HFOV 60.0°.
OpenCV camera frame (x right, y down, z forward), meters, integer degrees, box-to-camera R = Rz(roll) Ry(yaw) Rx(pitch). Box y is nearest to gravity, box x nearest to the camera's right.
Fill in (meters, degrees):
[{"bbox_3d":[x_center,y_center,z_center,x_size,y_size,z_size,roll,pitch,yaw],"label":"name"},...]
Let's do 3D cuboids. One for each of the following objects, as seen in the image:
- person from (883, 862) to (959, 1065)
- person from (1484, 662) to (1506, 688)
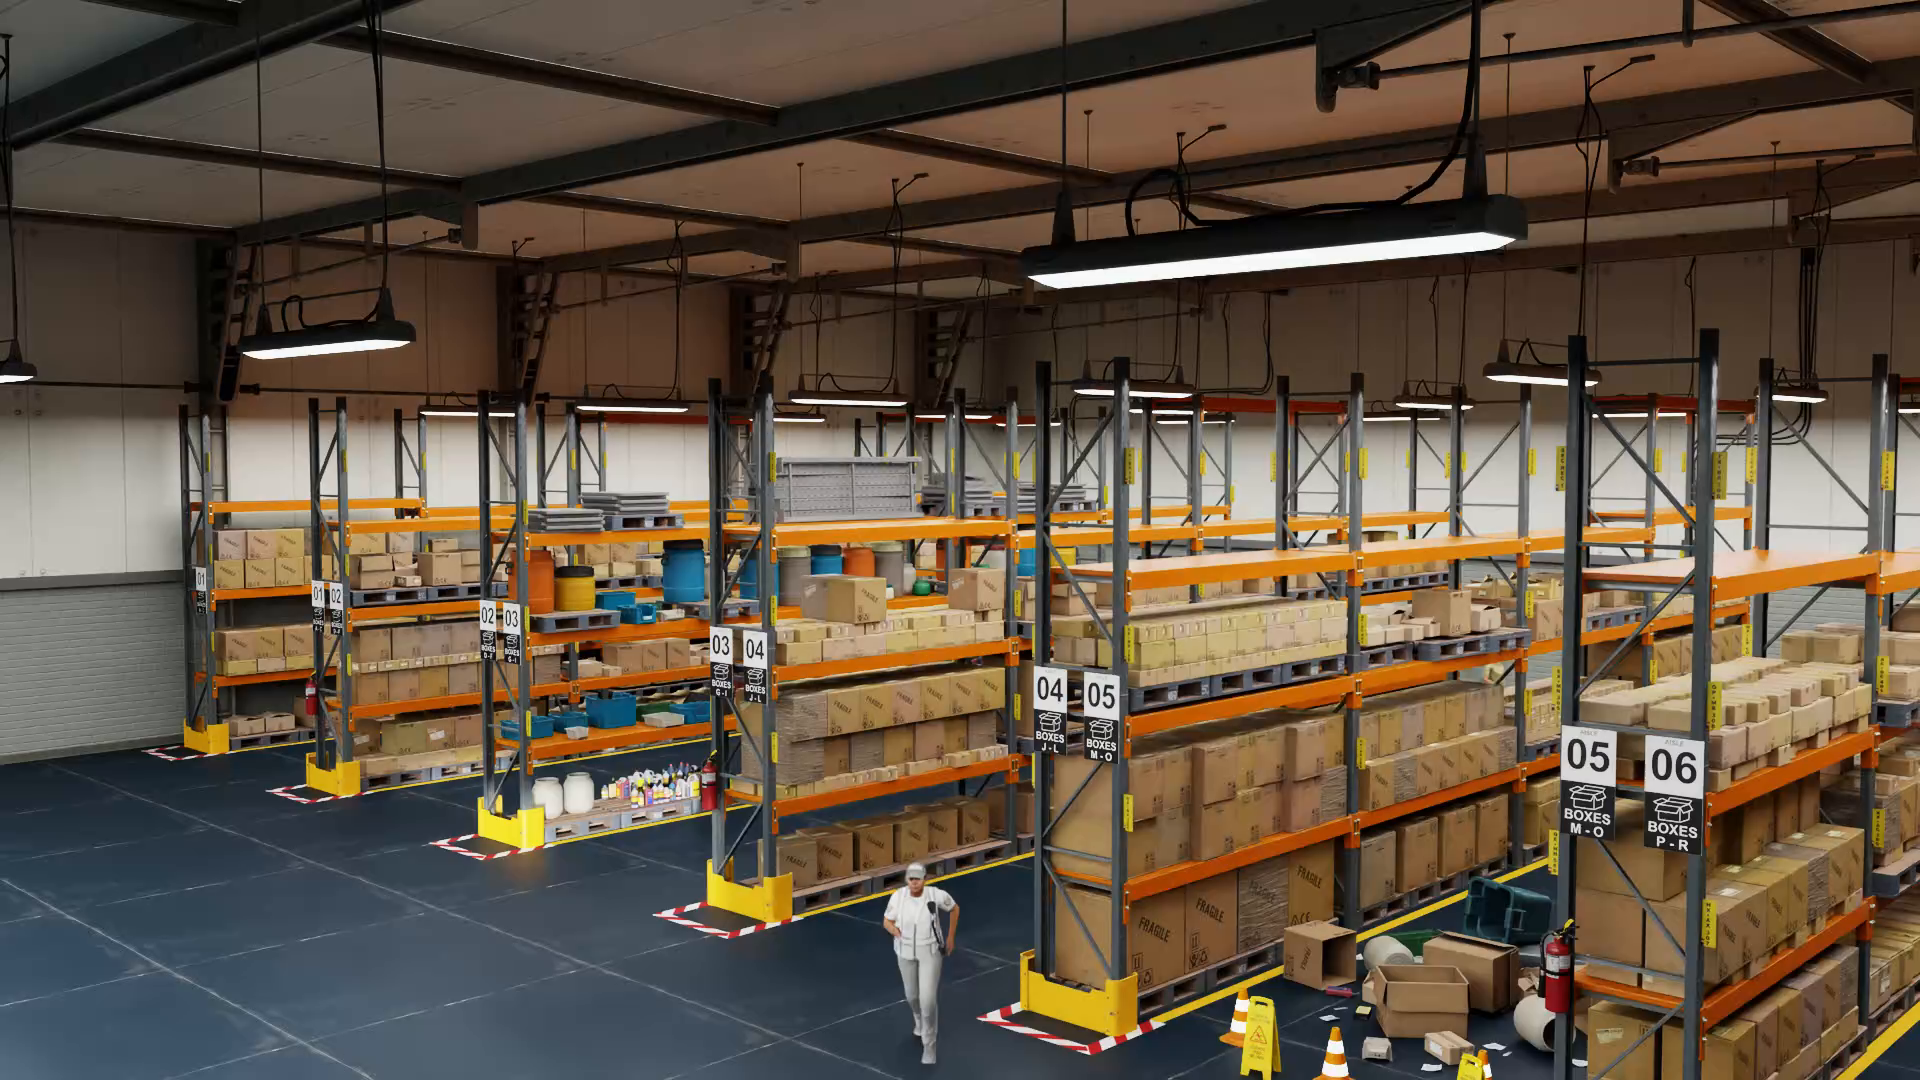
[{"bbox_3d":[-0.343,3.604,14.354,0.624,1.711,0.805,1,3,12],"label":"person"},{"bbox_3d":[9.774,2.769,30.154,0.571,1.621,0.537,-1,3,-25],"label":"person"}]
